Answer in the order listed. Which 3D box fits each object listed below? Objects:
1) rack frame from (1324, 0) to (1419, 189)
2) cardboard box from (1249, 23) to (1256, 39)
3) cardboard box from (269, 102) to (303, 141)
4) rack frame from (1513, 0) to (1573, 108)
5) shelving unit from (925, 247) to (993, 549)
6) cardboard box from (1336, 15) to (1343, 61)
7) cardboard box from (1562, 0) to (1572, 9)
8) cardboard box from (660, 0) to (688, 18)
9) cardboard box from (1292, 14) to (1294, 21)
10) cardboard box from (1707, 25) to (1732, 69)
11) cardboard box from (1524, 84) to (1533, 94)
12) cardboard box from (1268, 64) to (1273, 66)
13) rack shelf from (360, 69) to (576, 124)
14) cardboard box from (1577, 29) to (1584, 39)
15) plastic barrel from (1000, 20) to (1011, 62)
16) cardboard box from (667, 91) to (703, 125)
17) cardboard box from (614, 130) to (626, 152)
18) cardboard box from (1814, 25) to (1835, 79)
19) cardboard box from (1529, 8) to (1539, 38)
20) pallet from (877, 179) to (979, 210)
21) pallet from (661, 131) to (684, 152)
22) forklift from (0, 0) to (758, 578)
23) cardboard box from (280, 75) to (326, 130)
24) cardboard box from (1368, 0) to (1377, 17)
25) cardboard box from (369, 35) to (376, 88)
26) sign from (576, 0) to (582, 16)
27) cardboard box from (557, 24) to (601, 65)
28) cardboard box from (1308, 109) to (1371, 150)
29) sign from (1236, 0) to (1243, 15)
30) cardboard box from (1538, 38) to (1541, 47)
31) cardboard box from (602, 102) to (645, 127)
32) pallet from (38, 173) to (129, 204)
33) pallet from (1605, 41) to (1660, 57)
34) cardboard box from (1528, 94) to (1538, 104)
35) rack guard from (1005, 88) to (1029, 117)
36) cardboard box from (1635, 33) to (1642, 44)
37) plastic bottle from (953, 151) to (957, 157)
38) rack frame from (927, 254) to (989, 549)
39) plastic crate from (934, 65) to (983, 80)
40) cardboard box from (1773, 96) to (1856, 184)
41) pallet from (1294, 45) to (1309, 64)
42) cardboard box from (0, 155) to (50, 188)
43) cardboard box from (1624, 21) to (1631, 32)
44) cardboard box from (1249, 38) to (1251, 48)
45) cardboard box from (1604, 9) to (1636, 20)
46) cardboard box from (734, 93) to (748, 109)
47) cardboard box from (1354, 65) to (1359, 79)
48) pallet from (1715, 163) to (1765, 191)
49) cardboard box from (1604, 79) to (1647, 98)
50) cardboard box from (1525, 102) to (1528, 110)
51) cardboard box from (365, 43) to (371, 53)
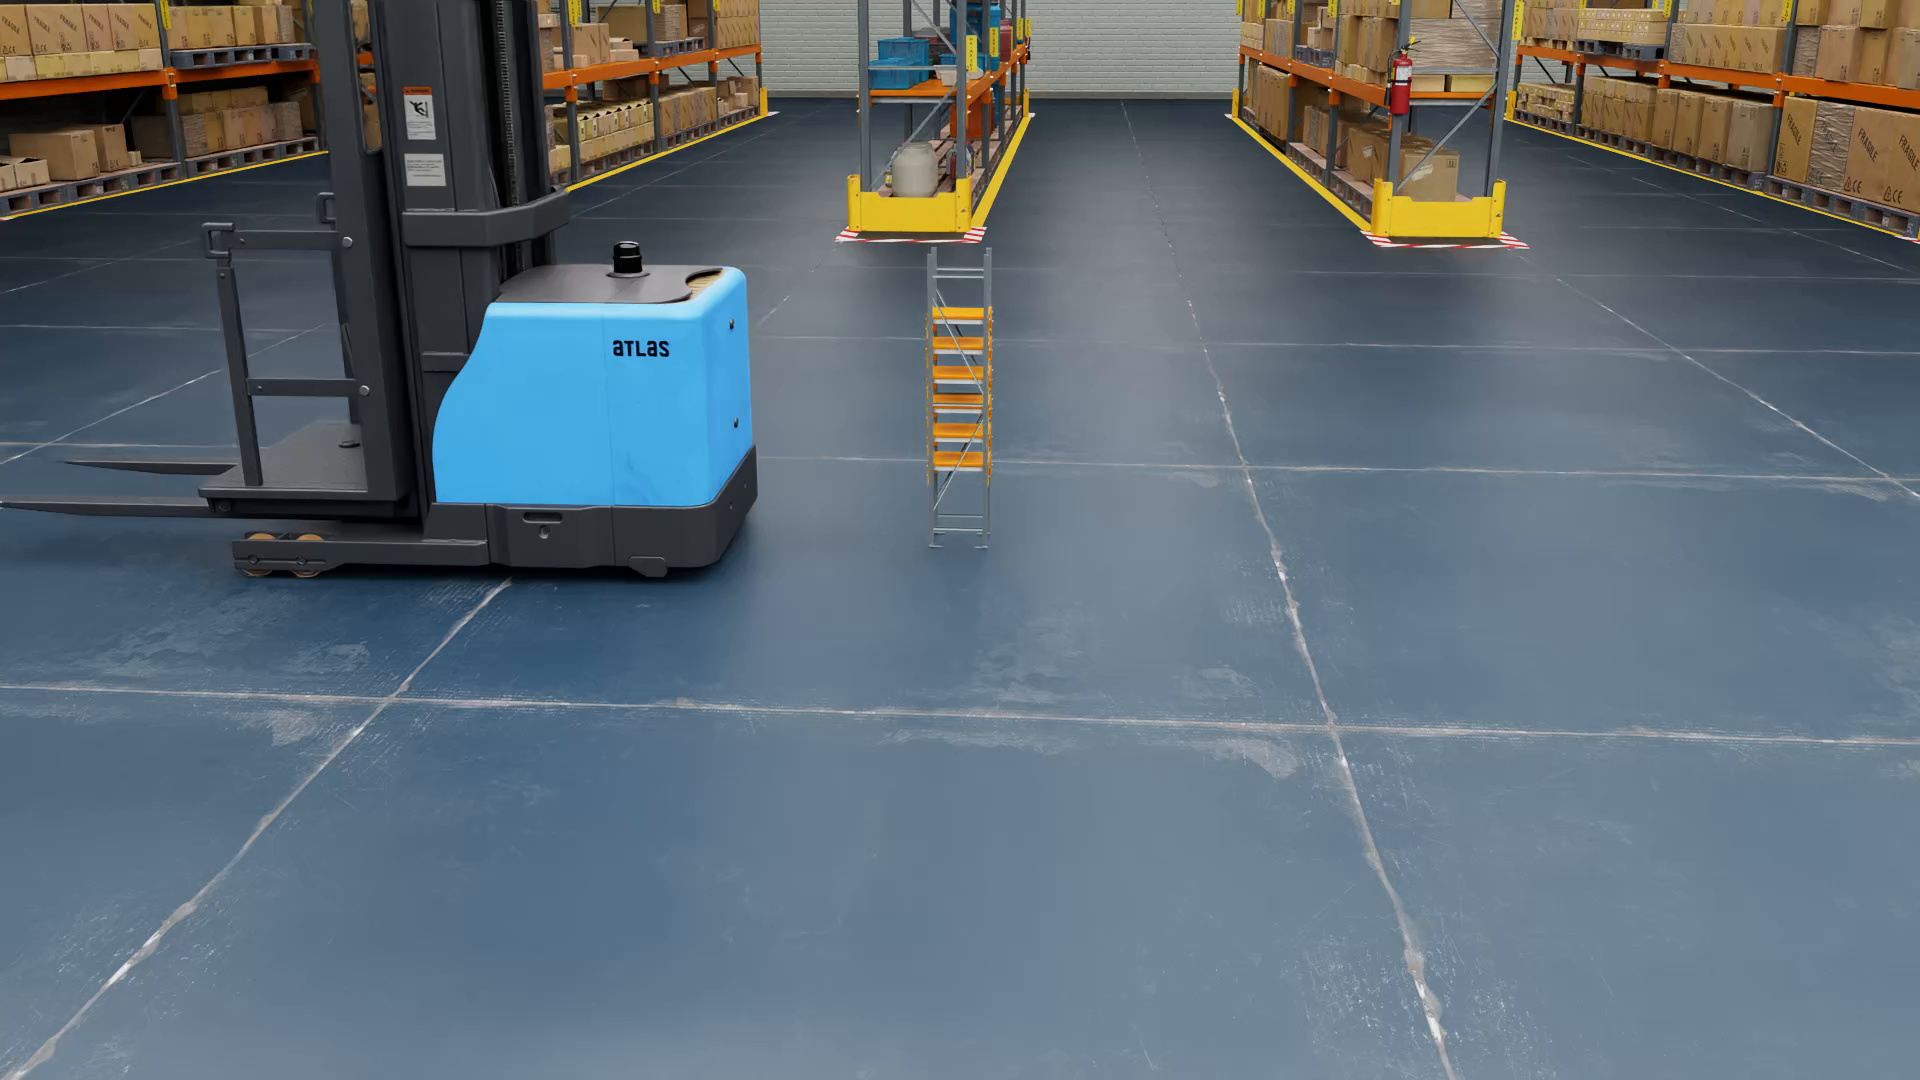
[{"bbox_3d":[4.785,-5.542,19.020,1.000,3.000,0.127,1,18,4],"label":"rack frame"},{"bbox_3d":[5.239,-8.716,28.470,0.500,0.250,0.500,1,18,3],"label":"cardboard box"},{"bbox_3d":[-9.750,-5.913,23.458,0.700,0.500,0.500,2,18,5],"label":"cardboard box"},{"bbox_3d":[10.585,-9.127,29.960,1.000,3.000,0.127,1,18,4],"label":"rack frame"},{"bbox_3d":[-0.001,-0.566,6.722,0.258,1.200,0.189,1,18,4],"label":"shelving unit"},{"bbox_3d":[4.691,-5.593,18.536,0.875,0.500,0.500,1,18,4],"label":"cardboard box"},{"bbox_3d":[10.094,-8.861,26.906,0.500,0.500,0.500,1,18,2],"label":"cardboard box"},{"bbox_3d":[-4.744,-8.935,27.607,0.500,0.500,0.500,1,18,4],"label":"cardboard box"},{"bbox_3d":[5.190,-7.738,23.949,0.797,0.503,0.637,2,18,5],"label":"cardboard box"},{"bbox_3d":[9.602,-6.087,20.523,0.500,0.500,0.500,1,18,3],"label":"cardboard box"},{"bbox_3d":[10.163,-7.936,29.273,0.380,0.149,0.250,1,18,4],"label":"cardboard box"},{"bbox_3d":[5.486,-7.420,27.488,0.875,0.875,0.875,1,18,4],"label":"cardboard box"},{"bbox_3d":[-5.239,-4.801,17.914,1.077,0.370,4.000,1,18,4],"label":"rack shelf"},{"bbox_3d":[9.811,-7.853,25.800,0.380,0.149,0.250,0,18,1],"label":"cardboard box"},{"bbox_3d":[0.400,-6.809,22.667,0.600,0.536,0.708,1,18,4],"label":"plastic barrel"},{"bbox_3d":[-4.352,-6.802,26.171,0.500,0.500,0.500,2,18,5],"label":"cardboard box"},{"bbox_3d":[-4.710,-5.255,21.884,0.500,0.250,0.500,2,18,5],"label":"cardboard box"},{"bbox_3d":[9.694,-5.185,17.689,0.875,0.550,0.550,1,18,4],"label":"cardboard box"},{"bbox_3d":[10.264,-9.016,28.982,0.500,0.500,0.500,1,18,4],"label":"cardboard box"},{"bbox_3d":[-0.330,-3.740,17.998,1.003,0.211,1.213,1,18,4],"label":"pallet"},{"bbox_3d":[-4.718,-5.913,24.629,1.003,0.211,1.213,1,18,4],"label":"pallet"},{"bbox_3d":[-2.422,-1.409,6.515,3.031,2.935,1.130,1,18,3],"label":"forklift"},{"bbox_3d":[-9.566,-6.520,24.781,0.750,0.750,0.750,1,18,3],"label":"cardboard box"},{"bbox_3d":[4.360,-5.451,16.497,0.500,0.500,0.500,1,18,4],"label":"cardboard box"},{"bbox_3d":[-5.336,-4.714,16.333,0.700,0.500,0.500,1,18,4],"label":"cardboard box"},{"bbox_3d":[-5.351,-7.529,23.350,0.100,0.325,0.005,1,18,4],"label":"sign"},{"bbox_3d":[-4.951,-6.369,21.383,0.500,0.500,0.500,1,18,4],"label":"cardboard box"},{"bbox_3d":[5.017,-5.425,21.969,0.700,0.500,0.500,0,18,-1],"label":"cardboard box"},{"bbox_3d":[5.092,-9.732,30.290,0.100,0.325,0.005,1,18,4],"label":"sign"},{"bbox_3d":[10.304,-8.668,28.964,0.380,0.149,0.250,2,18,6],"label":"cardboard box"},{"bbox_3d":[-4.631,-5.836,22.759,0.500,0.311,0.500,1,18,3],"label":"cardboard box"},{"bbox_3d":[-10.134,-3.959,18.668,1.003,0.211,1.213,1,18,4],"label":"pallet"},{"bbox_3d":[10.113,-7.167,24.286,1.003,0.211,1.213,1,18,4],"label":"pallet"},{"bbox_3d":[10.160,-7.717,29.084,0.380,0.149,0.250,2,18,6],"label":"cardboard box"},{"bbox_3d":[0.694,-8.200,31.144,1.175,0.500,0.348,1,18,4],"label":"rack guard"},{"bbox_3d":[9.608,-6.963,23.085,0.380,0.149,0.250,1,18,4],"label":"cardboard box"},{"bbox_3d":[-0.055,-4.199,18.576,0.061,0.283,0.133,1,18,4],"label":"plastic bottle"},{"bbox_3d":[-0.008,-0.537,6.636,0.240,1.200,0.006,1,18,4],"label":"rack frame"},{"bbox_3d":[-0.019,-5.017,17.842,0.530,0.136,0.437,1,18,4],"label":"plastic crate"},{"bbox_3d":[9.610,-4.396,18.260,0.875,0.875,0.875,2,18,5],"label":"cardboard box"},{"bbox_3d":[5.127,-6.470,22.158,1.213,0.211,1.003,1,18,4],"label":"pallet"},{"bbox_3d":[-10.143,-3.953,17.781,0.500,0.311,0.500,3,18,8],"label":"cardboard box"},{"bbox_3d":[9.645,-7.270,23.544,0.380,0.149,0.250,1,18,4],"label":"cardboard box"},{"bbox_3d":[5.182,-8.569,28.661,0.380,0.149,0.250,1,18,3],"label":"cardboard box"},{"bbox_3d":[9.720,-7.734,24.482,0.380,0.149,0.250,2,18,6],"label":"cardboard box"},{"bbox_3d":[-4.127,-7.925,30.001,0.500,0.250,0.500,1,18,4],"label":"cardboard box"},{"bbox_3d":[4.405,-4.974,17.689,0.380,0.149,0.250,1,18,4],"label":"cardboard box"},{"bbox_3d":[9.705,-4.316,19.757,1.003,0.211,1.213,1,18,4],"label":"pallet"},{"bbox_3d":[9.905,-6.705,24.705,0.500,0.250,0.500,2,18,6],"label":"cardboard box"},{"bbox_3d":[10.291,-7.733,29.610,0.380,0.149,0.250,1,18,4],"label":"cardboard box"},{"bbox_3d":[-9.370,-7.662,25.859,0.380,0.149,0.250,2,18,6],"label":"cardboard box"}]
